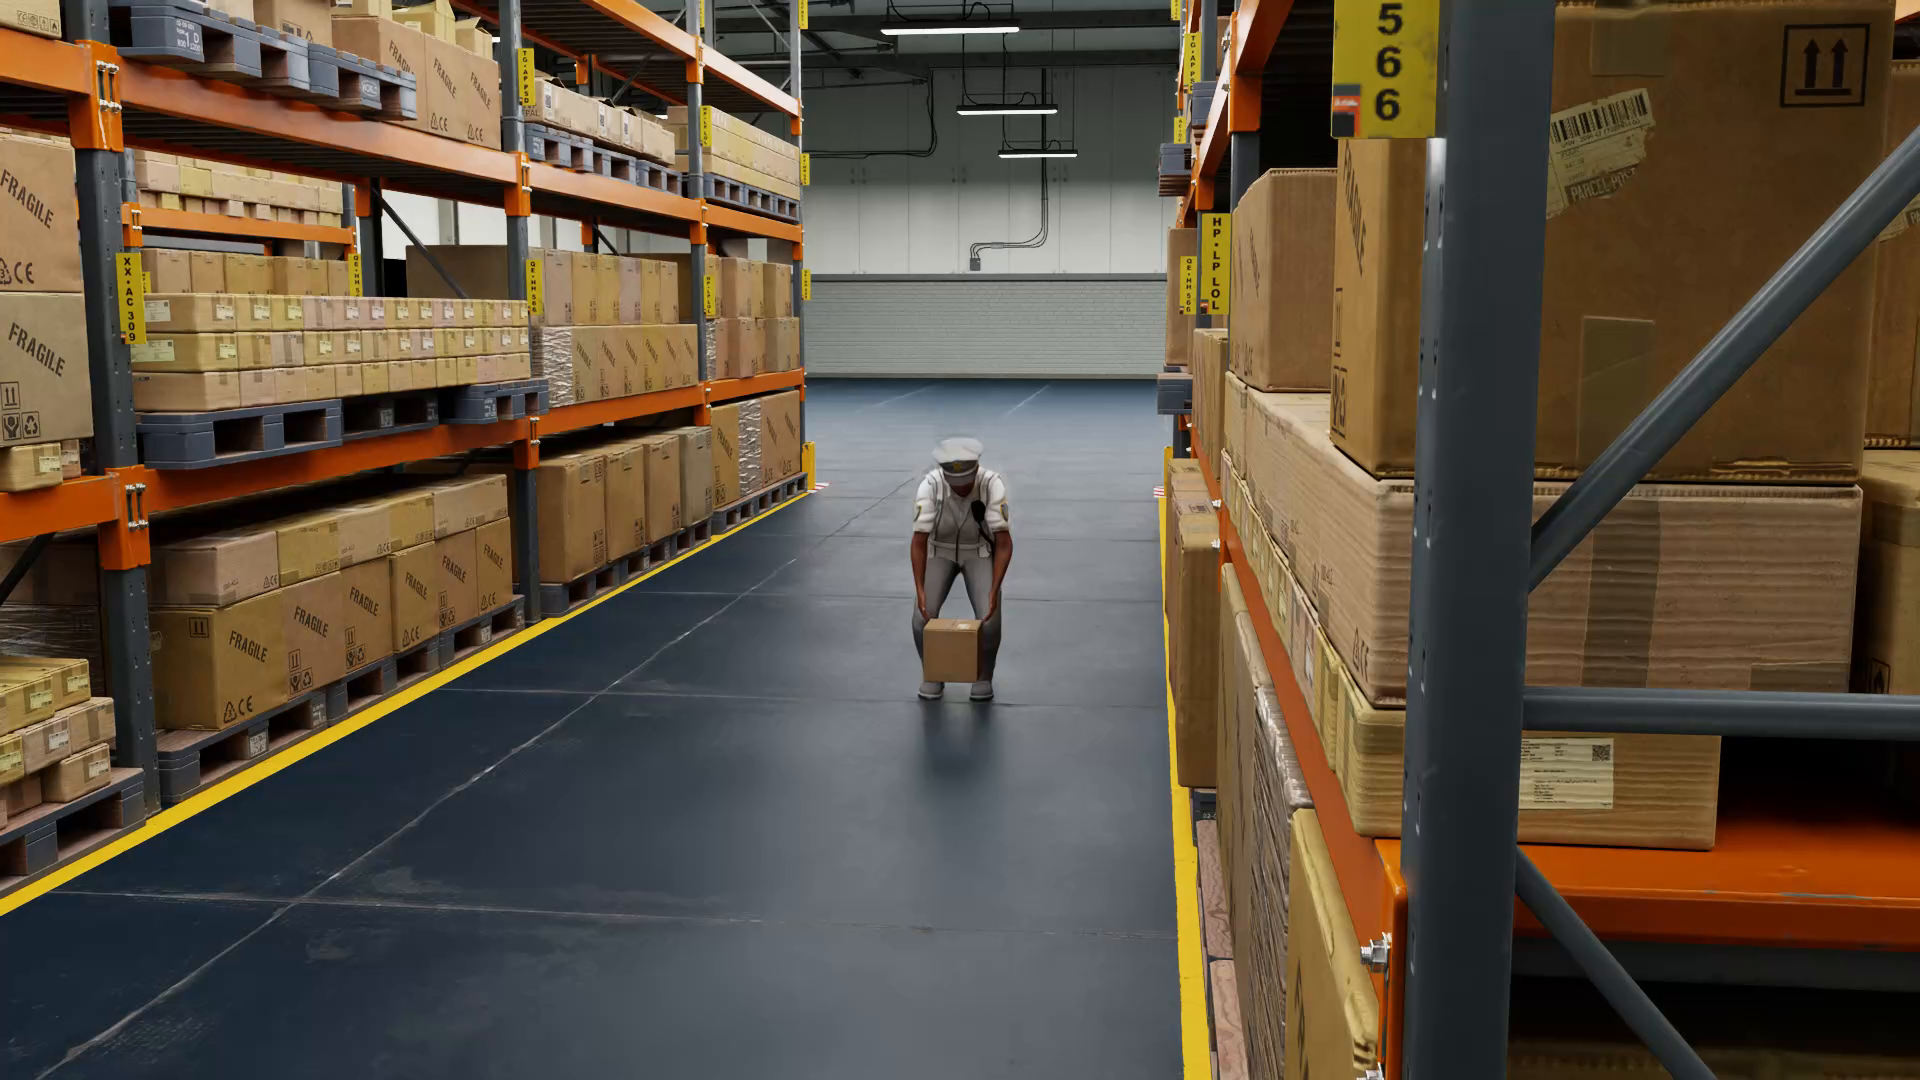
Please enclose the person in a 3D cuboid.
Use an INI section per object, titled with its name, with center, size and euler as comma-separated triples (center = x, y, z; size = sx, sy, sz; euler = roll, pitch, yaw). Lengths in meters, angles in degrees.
[person]
center = 0.016, 0.139, 8.138
size = 0.499, 1.305, 0.753
euler = 1, 8, 6
